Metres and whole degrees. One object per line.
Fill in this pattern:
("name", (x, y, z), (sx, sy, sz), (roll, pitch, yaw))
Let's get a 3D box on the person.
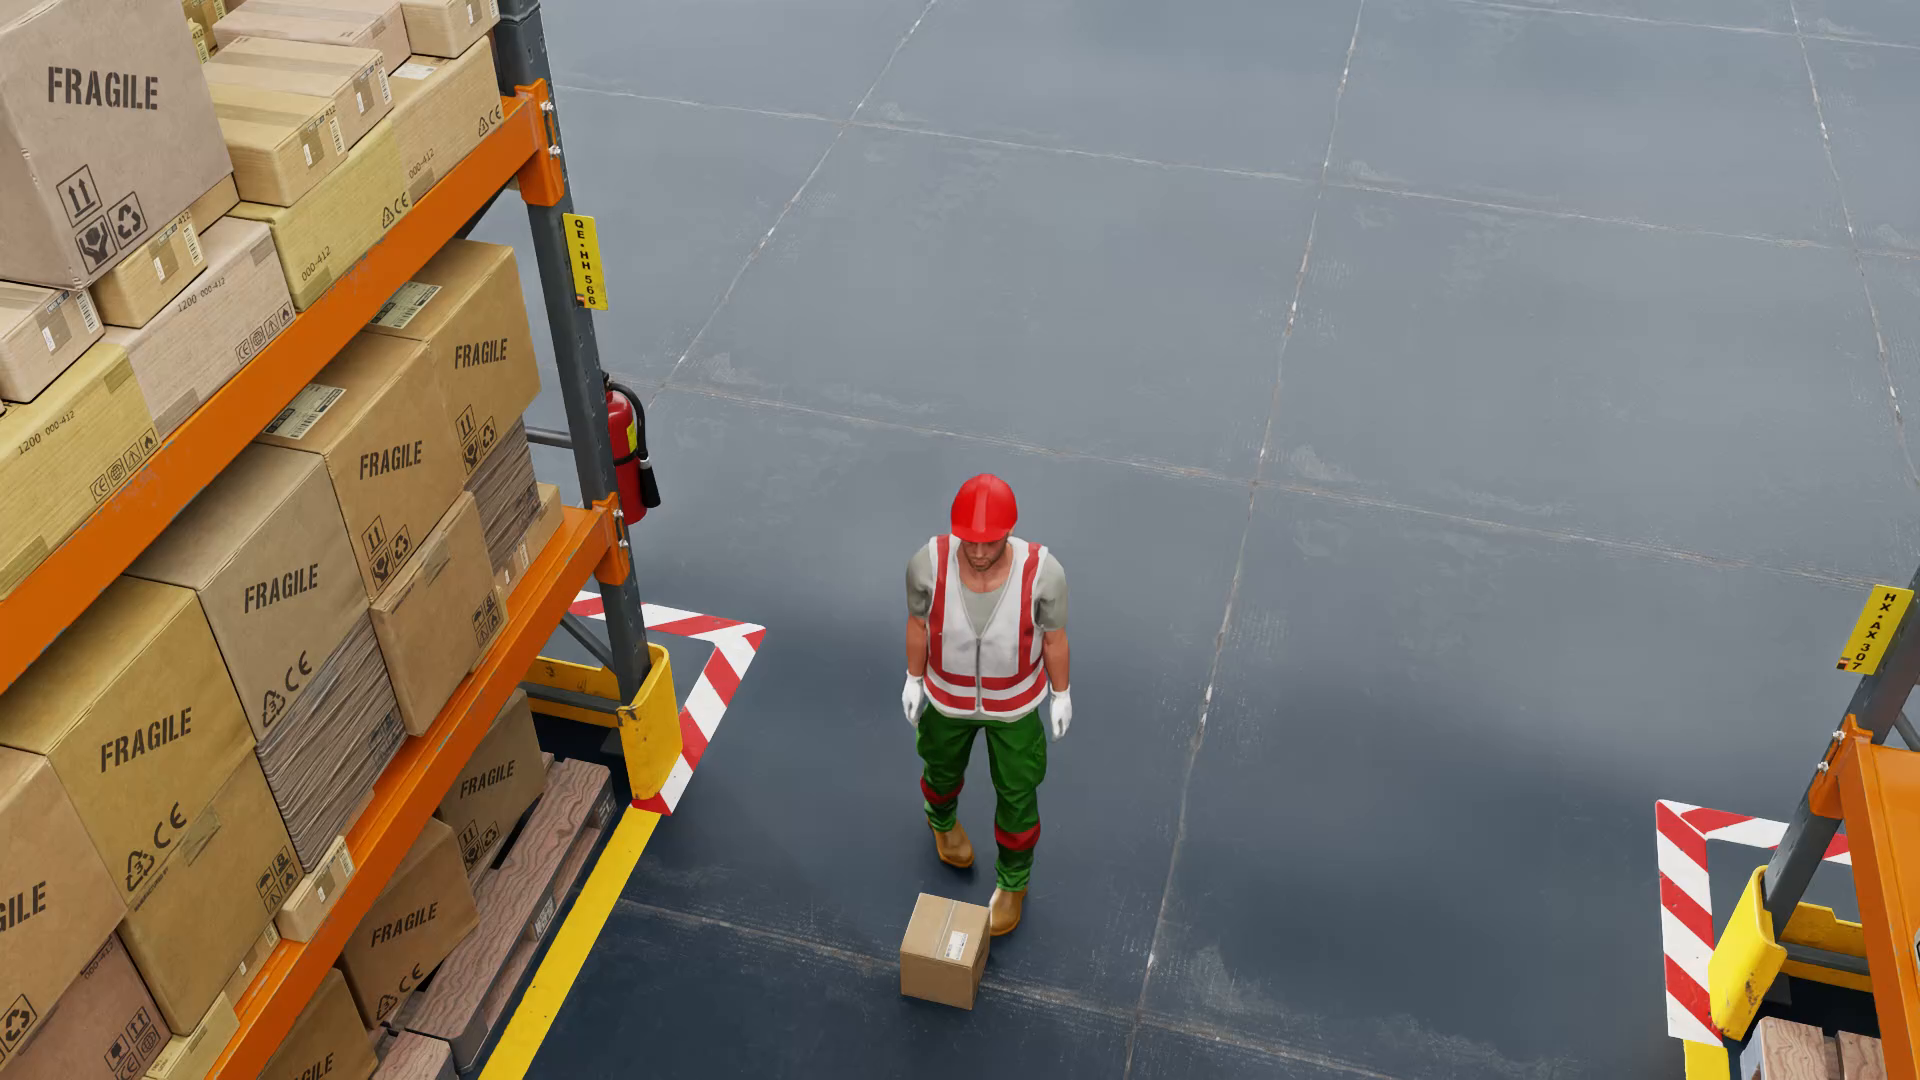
("person", (0.081, 0.556, 5.491), (0.575, 1.796, 0.580), (5, 41, 5))
